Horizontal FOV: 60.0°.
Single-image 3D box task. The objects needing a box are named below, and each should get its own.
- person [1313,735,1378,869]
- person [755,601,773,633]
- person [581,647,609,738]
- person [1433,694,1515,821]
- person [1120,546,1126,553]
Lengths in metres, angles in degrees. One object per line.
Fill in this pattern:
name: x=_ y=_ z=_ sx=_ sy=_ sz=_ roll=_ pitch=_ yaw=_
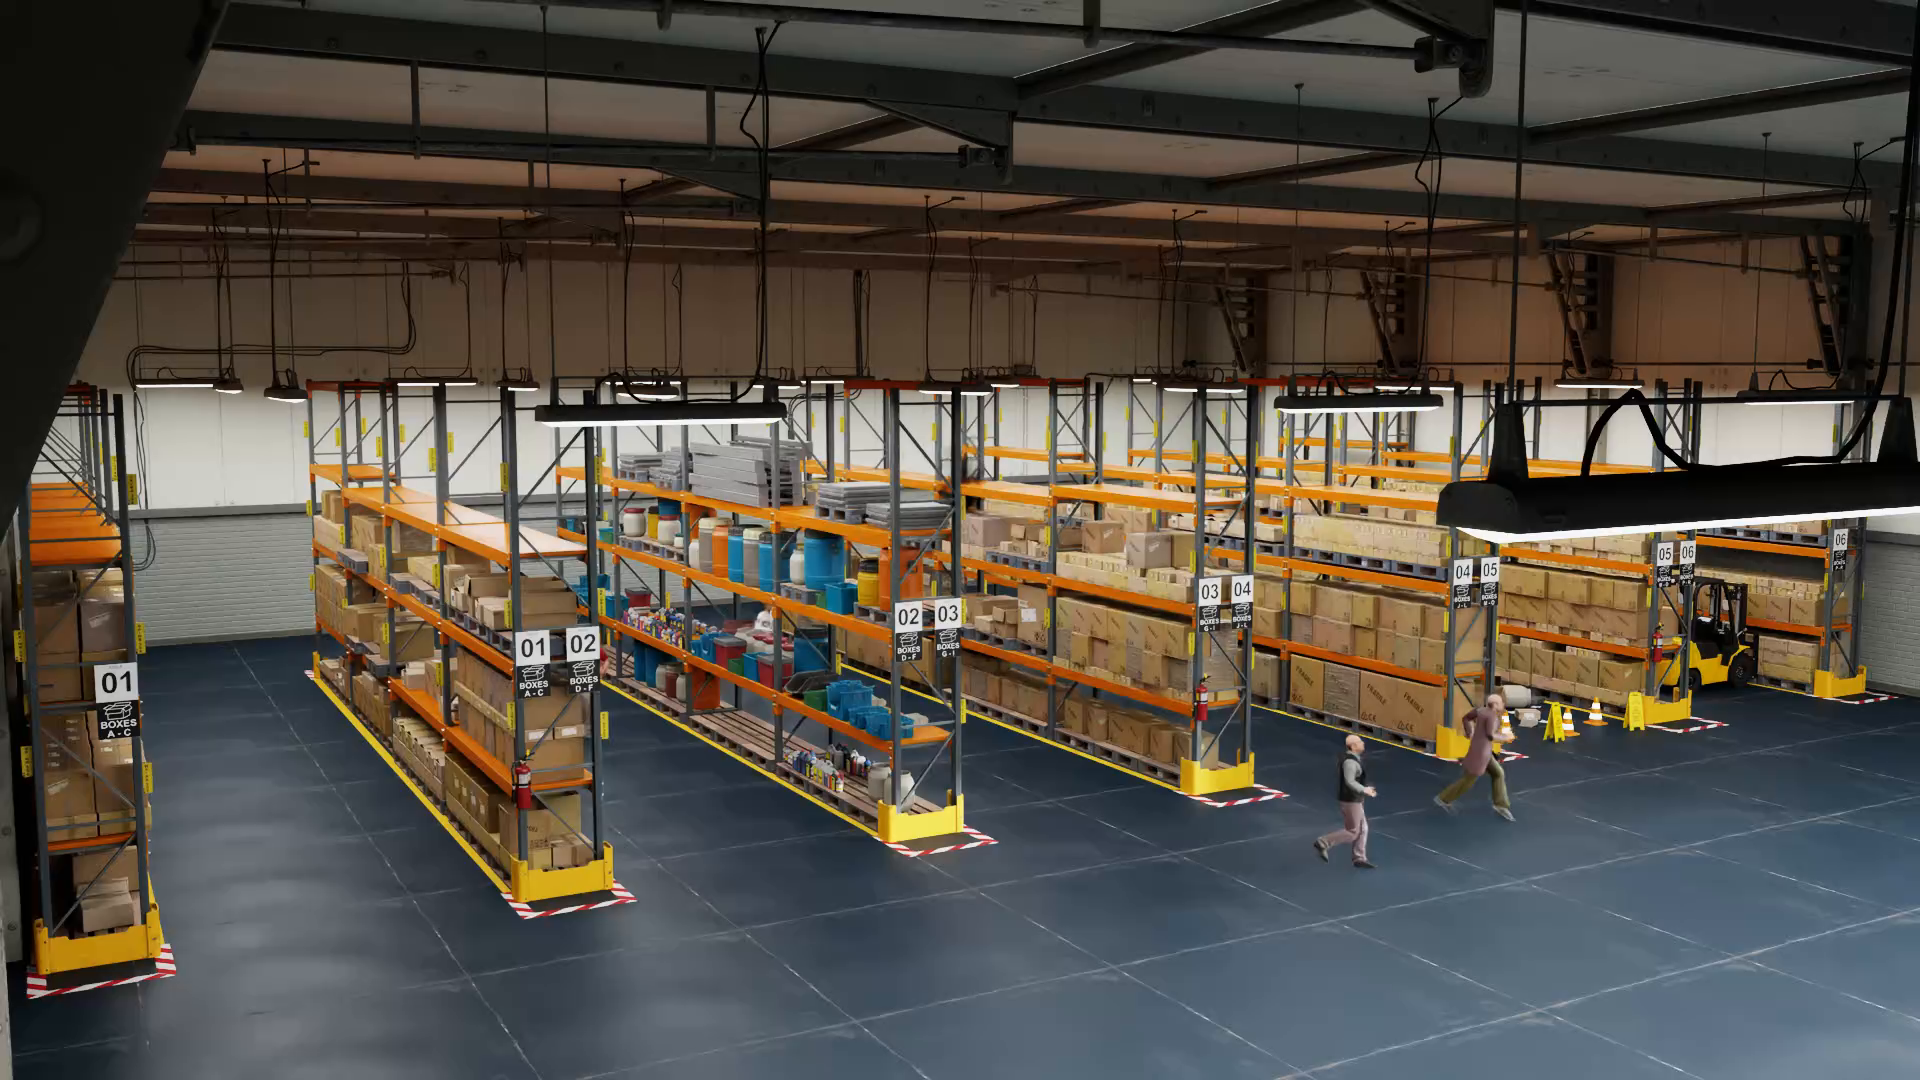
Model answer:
person: x=4.846 y=3.282 z=20.867 sx=0.819 sy=1.719 sz=0.669 roll=1 pitch=6 yaw=6
person: x=-3.855 y=1.943 z=33.097 sx=0.584 sy=1.643 sz=0.927 roll=-5 pitch=8 yaw=-41
person: x=-6.339 y=2.470 z=28.439 sx=0.675 sy=1.788 sz=0.793 roll=-3 pitch=7 yaw=-26
person: x=7.147 y=3.019 z=23.034 sx=1.120 sy=1.796 sz=0.705 roll=1 pitch=6 yaw=10
person: x=4.264 y=0.736 z=44.552 sx=0.632 sy=1.742 sz=0.726 roll=0 pitch=6 yaw=-1
